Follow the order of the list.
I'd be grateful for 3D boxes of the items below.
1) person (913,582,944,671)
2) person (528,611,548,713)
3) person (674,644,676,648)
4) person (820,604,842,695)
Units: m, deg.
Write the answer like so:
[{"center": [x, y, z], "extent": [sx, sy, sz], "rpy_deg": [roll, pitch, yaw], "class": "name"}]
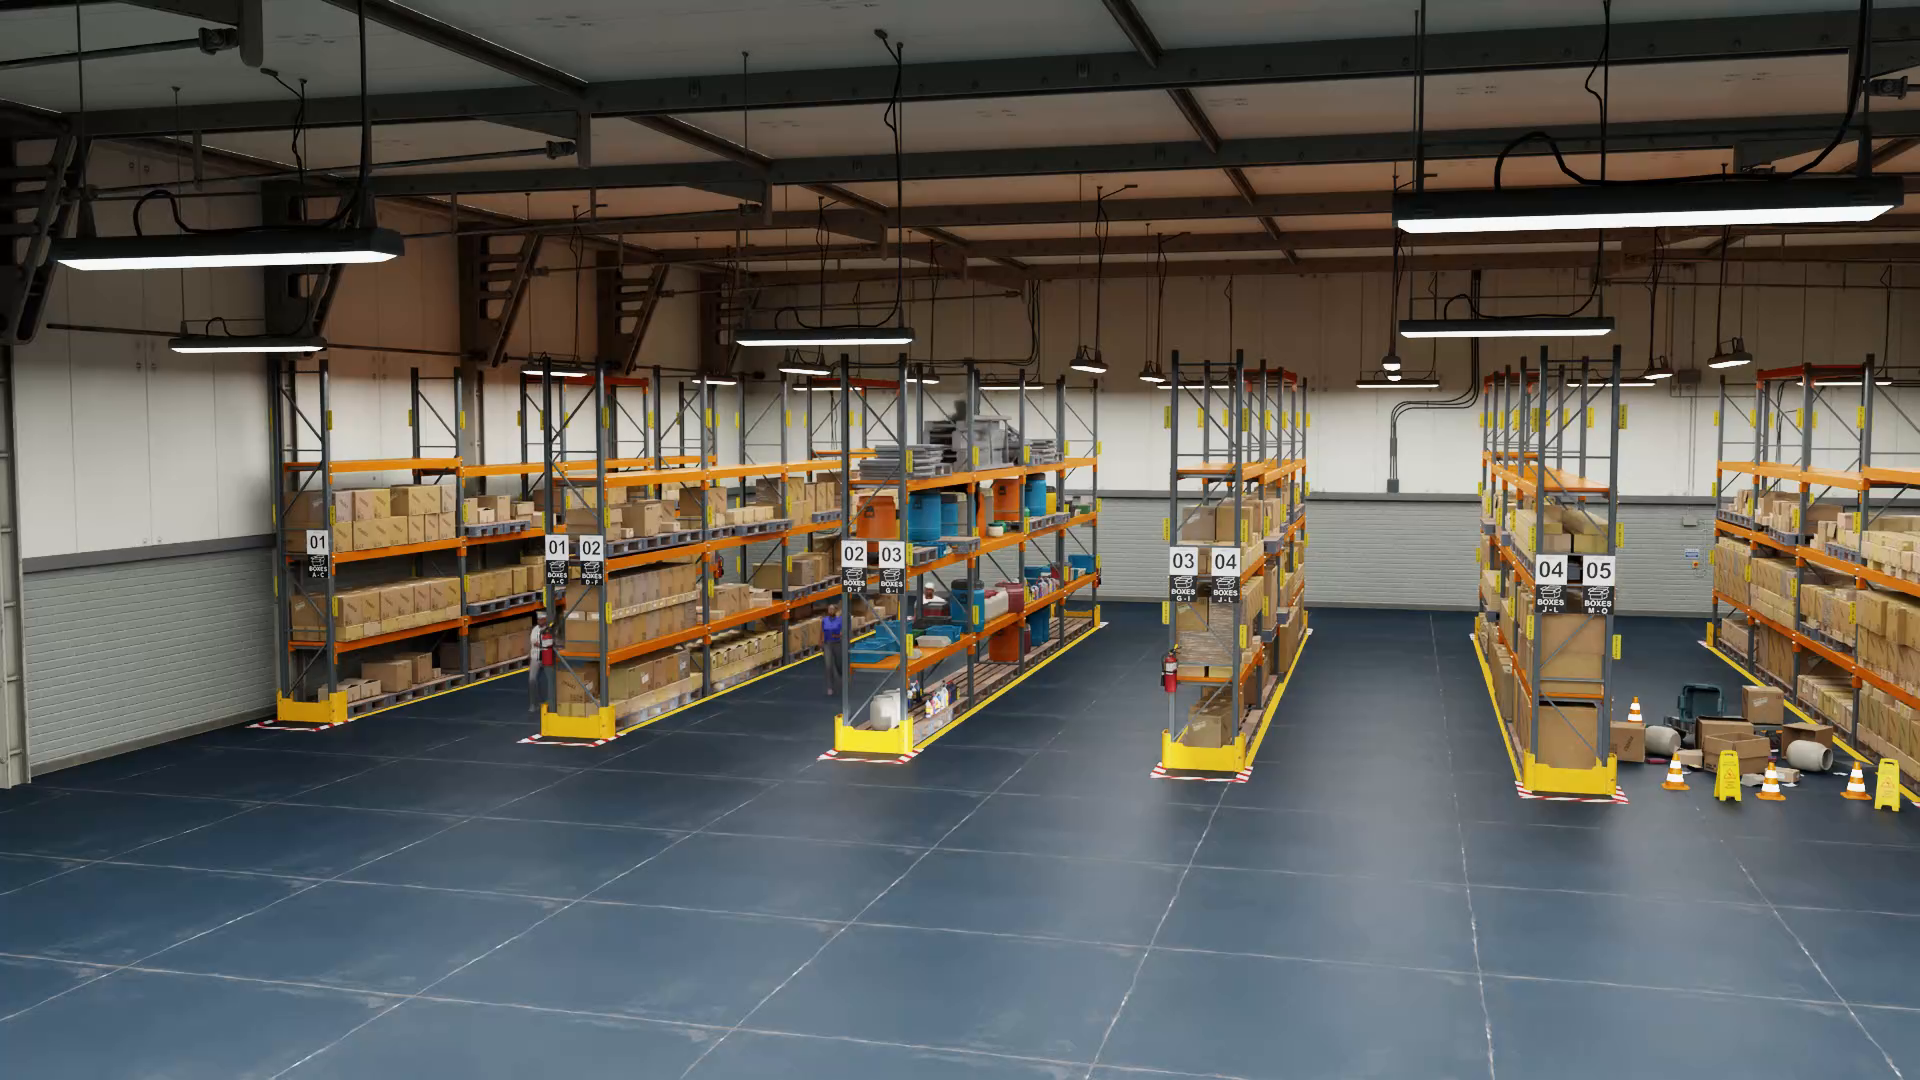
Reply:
[{"center": [-0.613, 1.723, 33.347], "extent": [0.722, 1.754, 0.835], "rpy_deg": [1, 4, 8], "class": "person"}, {"center": [-7.220, 2.088, 28.768], "extent": [0.549, 1.755, 0.781], "rpy_deg": [1, 4, 9], "class": "person"}, {"center": [-6.114, 1.666, 34.848], "extent": [0.567, 1.631, 0.556], "rpy_deg": [0, 4, 4], "class": "person"}, {"center": [-2.315, 2.026, 30.507], "extent": [0.578, 1.532, 0.865], "rpy_deg": [1, 4, 10], "class": "person"}]
